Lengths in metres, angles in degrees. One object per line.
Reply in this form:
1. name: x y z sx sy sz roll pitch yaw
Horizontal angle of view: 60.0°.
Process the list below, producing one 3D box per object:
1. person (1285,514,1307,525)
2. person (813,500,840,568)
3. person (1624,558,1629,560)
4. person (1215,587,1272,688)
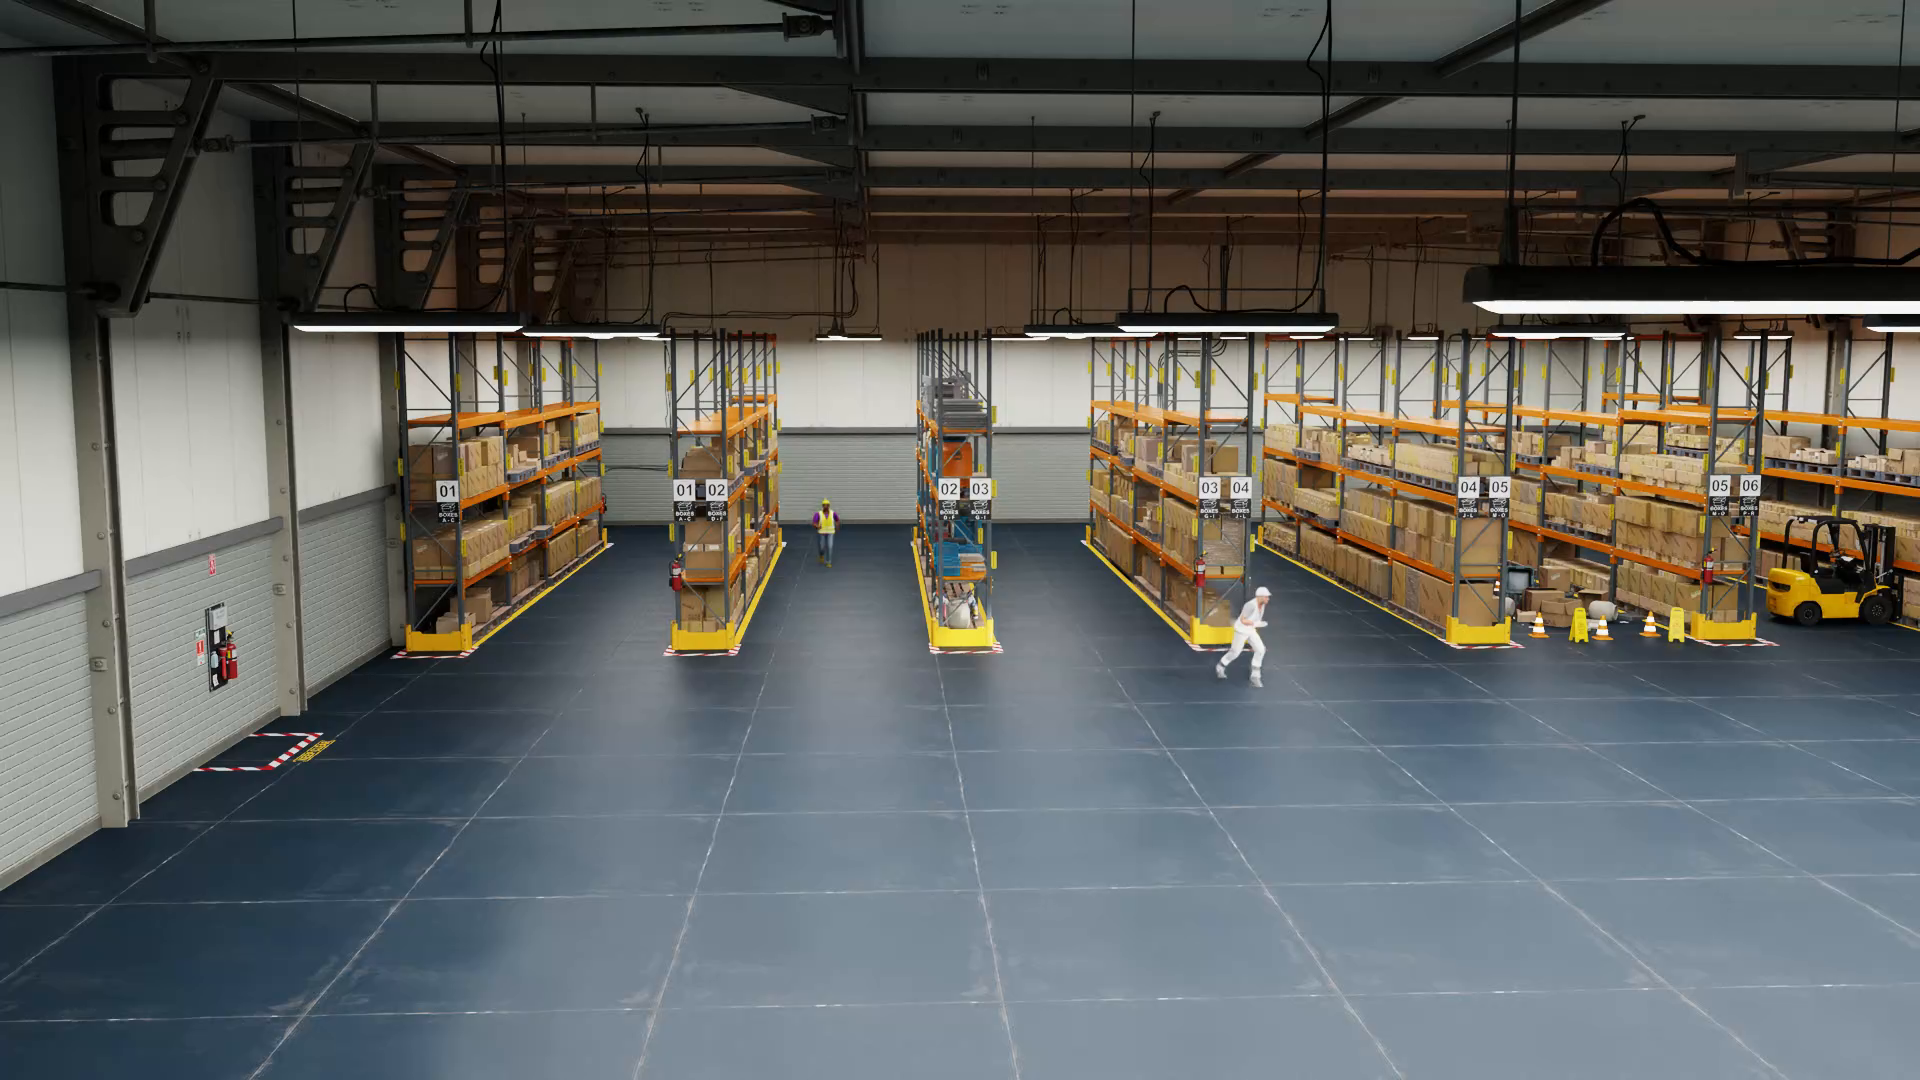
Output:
1. person: 9.821 -0.903 48.893 0.918 1.764 0.712 -1 7 -11
2. person: -3.429 -0.170 42.756 0.714 1.733 0.791 -1 7 -10
3. person: 16.275 0.194 40.161 0.628 1.649 0.615 -1 7 -5
4. person: 4.777 1.616 28.013 1.033 1.729 0.705 5 9 39
